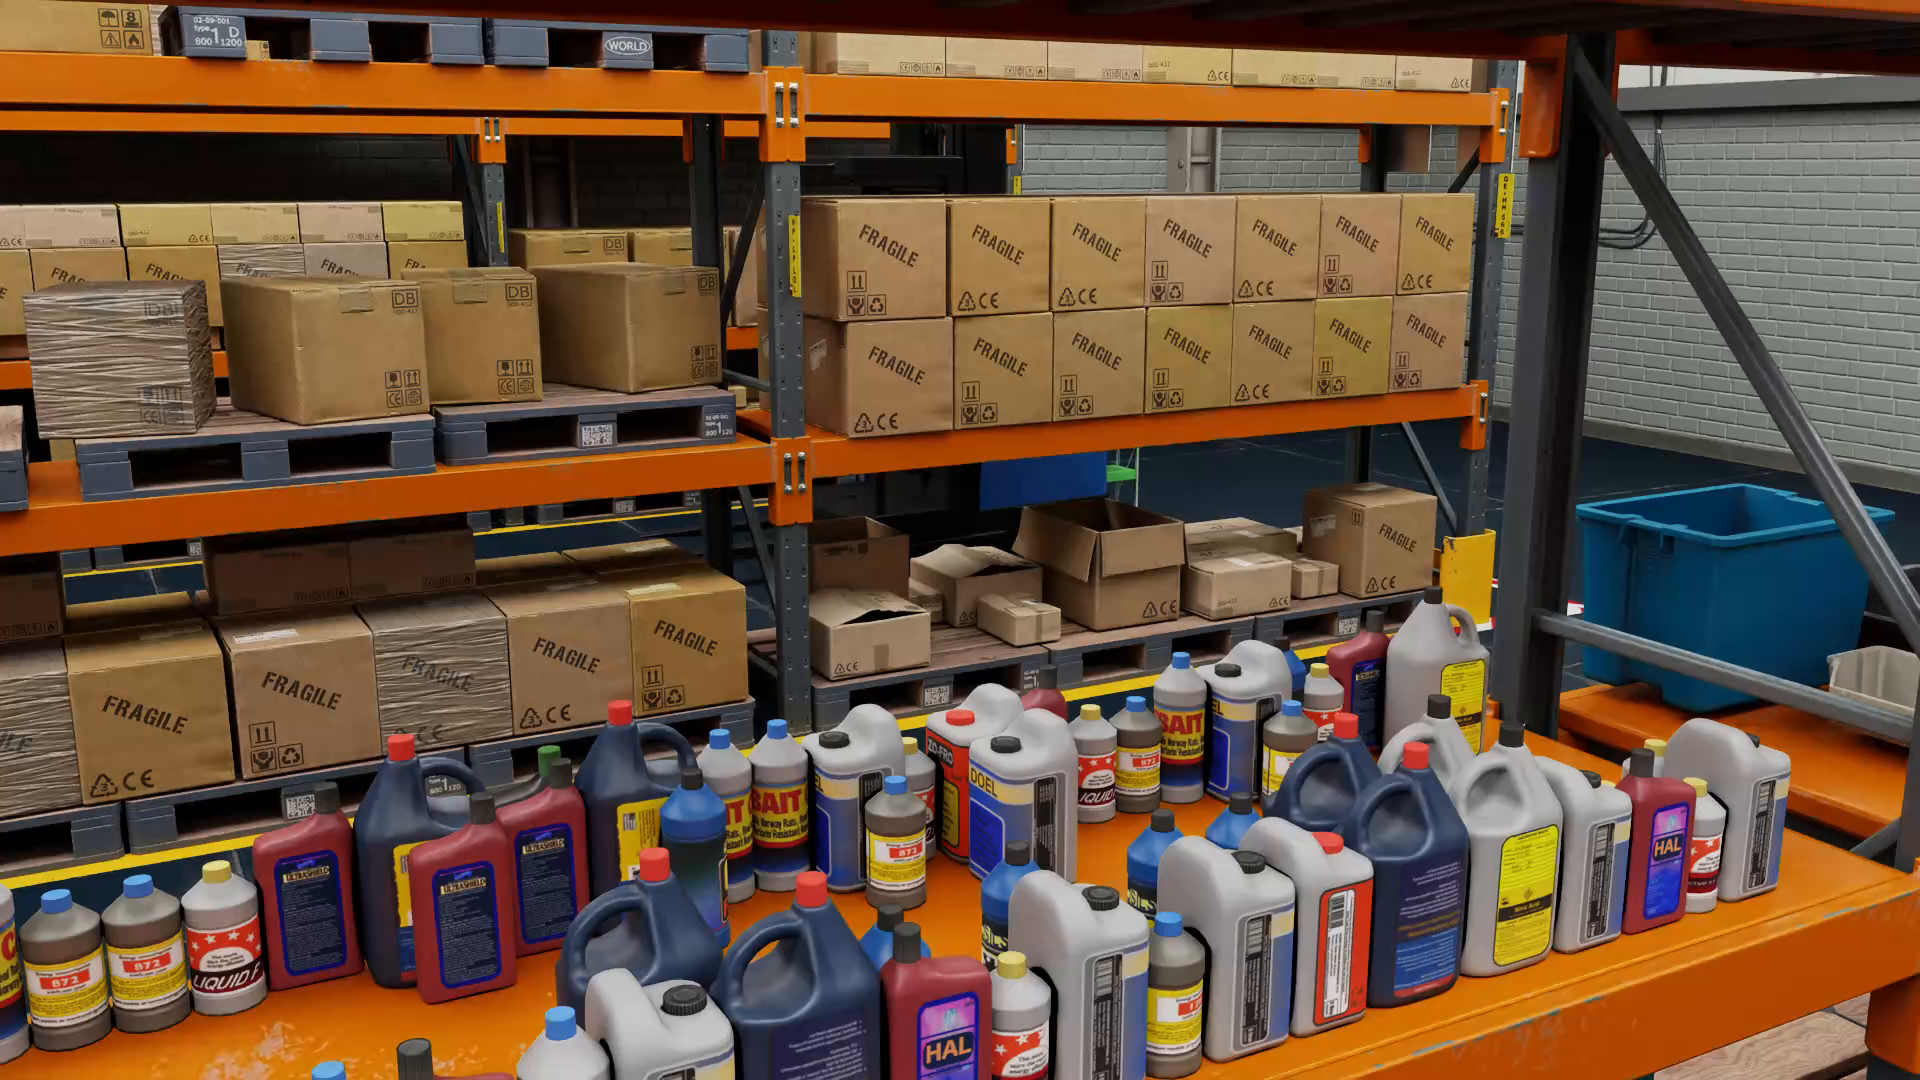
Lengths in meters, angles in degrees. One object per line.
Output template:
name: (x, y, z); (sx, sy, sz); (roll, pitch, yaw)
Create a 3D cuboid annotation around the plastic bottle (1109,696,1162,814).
plastic bottle: (0.317, 0.385, 3.020); (0.097, 0.201, 0.097); (0, 13, 0)

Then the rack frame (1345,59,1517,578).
rack frame: (2.568, -1.119, 9.249); (0.127, 3.000, 1.000); (-7, 14, -28)

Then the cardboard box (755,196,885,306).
cardboard box: (-0.623, -1.338, 7.716); (0.500, 0.500, 0.500); (-7, 14, -28)

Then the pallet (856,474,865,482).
pallet: (-0.473, -0.613, 13.354); (1.213, 0.211, 1.003); (-7, 14, -28)

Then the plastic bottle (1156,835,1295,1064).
plastic bottle: (0.355, 0.527, 2.218); (0.135, 0.276, 0.152); (-7, 14, -28)

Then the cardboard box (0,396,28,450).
cardboard box: (-6.122, -0.440, 10.170); (0.750, 0.750, 0.750); (-7, 14, -29)

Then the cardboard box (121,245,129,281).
cardboard box: (-5.198, -1.695, 10.859); (0.500, 0.500, 0.500); (-6, 14, -26)

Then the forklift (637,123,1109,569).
forklift: (-0.529, -1.357, 10.463); (3.031, 2.935, 1.130); (-8, 15, -31)

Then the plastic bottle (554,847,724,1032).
plastic bottle: (-0.380, 0.542, 1.983); (0.185, 0.351, 0.144); (-7, 14, -28)

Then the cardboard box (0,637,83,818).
cardboard box: (-3.460, 0.679, 5.953); (0.500, 0.500, 0.500); (-7, 15, -30)

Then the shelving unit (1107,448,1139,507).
shelving unit: (0.975, -0.722, 11.583); (0.503, 1.200, 0.258); (-8, 15, -31)

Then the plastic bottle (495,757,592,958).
plastic bottle: (-0.621, 0.468, 2.464); (0.133, 0.283, 0.061); (-7, 14, -28)

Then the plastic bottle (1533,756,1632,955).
plastic bottle: (0.916, 0.460, 2.517); (0.135, 0.276, 0.152); (-7, 14, -28)

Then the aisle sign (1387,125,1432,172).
aisle sign: (2.488, -2.451, 9.246); (0.004, 0.787, 0.394); (-7, 14, -28)

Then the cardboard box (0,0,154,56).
cardboard box: (-3.183, -1.950, 5.883); (0.500, 0.500, 0.910); (-7, 14, -28)

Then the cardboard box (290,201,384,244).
cardboard box: (-4.060, -2.071, 10.823); (0.500, 0.250, 0.500); (-6, 14, -27)

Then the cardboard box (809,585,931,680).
cardboard box: (-0.470, 0.397, 7.637); (0.500, 0.311, 0.500); (-7, 14, -28)

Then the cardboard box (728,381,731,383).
cardboard box: (-1.921, -1.146, 12.629); (0.250, 0.149, 0.380); (-7, 14, -27)

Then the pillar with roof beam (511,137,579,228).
pillar with roof beam: (-1.057, -3.990, 8.342); (0.400, 9.000, 9.100); (-7, 14, -28)

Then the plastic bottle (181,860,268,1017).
plastic bottle: (-1.022, 0.545, 2.306); (0.097, 0.201, 0.097); (0, 13, 0)

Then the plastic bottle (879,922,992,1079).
plastic bottle: (-0.030, 0.581, 1.962); (0.133, 0.283, 0.061); (-7, 14, -28)

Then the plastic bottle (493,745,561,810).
plastic bottle: (-0.650, 0.456, 2.516); (0.133, 0.283, 0.061); (-7, 14, -28)

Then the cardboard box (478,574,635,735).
cardboard box: (-1.676, 0.464, 6.905); (0.500, 0.500, 0.500); (-7, 14, -28)

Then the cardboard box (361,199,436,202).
cardboard box: (-3.848, -2.224, 11.499); (0.500, 0.250, 0.500); (-6, 14, -26)

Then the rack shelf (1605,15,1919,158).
rack shelf: (3.183, -1.066, 3.820); (4.000, 0.370, 1.077); (-7, 14, -28)

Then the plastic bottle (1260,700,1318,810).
plastic bottle: (0.594, 0.390, 2.998); (0.097, 0.201, 0.097); (0, 13, 0)

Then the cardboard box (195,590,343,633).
cardboard box: (-2.833, 0.473, 6.865); (0.500, 0.500, 0.500); (-7, 15, -30)

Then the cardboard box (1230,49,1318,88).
cardboard box: (1.367, -2.299, 8.000); (0.500, 0.250, 0.500); (-7, 14, -28)

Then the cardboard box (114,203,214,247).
cardboard box: (-4.955, -1.964, 10.345); (0.500, 0.250, 0.500); (-7, 15, -29)

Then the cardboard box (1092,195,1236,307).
cardboard box: (0.963, -1.393, 7.961); (0.500, 0.500, 0.500); (-6, 14, -26)

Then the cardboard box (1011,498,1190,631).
cardboard box: (0.704, 0.107, 8.487); (0.637, 0.503, 0.797); (-7, 14, -28)

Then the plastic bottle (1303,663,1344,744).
plastic bottle: (0.692, 0.340, 3.219); (0.097, 0.201, 0.097); (0, 13, 0)

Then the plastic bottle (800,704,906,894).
plastic bottle: (-0.177, 0.415, 2.718); (0.135, 0.276, 0.152); (-7, 14, -28)

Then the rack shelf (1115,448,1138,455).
rack shelf: (0.975, -0.659, 11.597); (0.480, 0.148, 0.258); (-8, 15, -31)

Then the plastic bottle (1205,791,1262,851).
plastic bottle: (0.397, 0.493, 2.380); (0.097, 0.271, 0.097); (0, 13, 0)

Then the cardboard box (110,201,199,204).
cardboard box: (-5.202, -2.059, 10.770); (0.500, 0.250, 0.500); (-7, 15, -29)

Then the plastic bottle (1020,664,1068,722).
plastic bottle: (0.122, 0.364, 2.927); (0.133, 0.283, 0.061); (-7, 14, -28)

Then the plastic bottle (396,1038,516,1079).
plastic bottle: (-0.512, 0.639, 1.705); (0.133, 0.283, 0.061); (-7, 14, -28)

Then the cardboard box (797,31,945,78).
cardboard box: (-0.397, -2.092, 7.081); (0.500, 0.250, 0.500); (-7, 14, -28)

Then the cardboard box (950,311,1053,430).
cardboard box: (0.083, -0.802, 7.615); (0.500, 0.500, 0.500); (-7, 14, -27)

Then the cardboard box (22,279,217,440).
cardboard box: (-3.060, -0.678, 6.107); (0.500, 0.500, 0.700); (-4, 13, -17)

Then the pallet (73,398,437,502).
pallet: (-2.749, -0.389, 6.443); (1.213, 0.211, 1.003); (-7, 14, -28)

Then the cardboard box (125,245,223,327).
cardboard box: (-4.928, -1.598, 10.429); (0.500, 0.500, 0.500); (-6, 14, -26)

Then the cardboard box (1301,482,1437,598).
cardboard box: (2.209, -0.009, 9.010); (0.500, 0.500, 0.500); (-7, 14, -28)

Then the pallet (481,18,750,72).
pallet: (-1.548, -2.015, 6.825); (1.003, 0.211, 1.213); (-7, 14, -28)

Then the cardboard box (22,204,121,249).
cardboard box: (-5.400, -1.909, 10.101); (0.500, 0.250, 0.500); (-7, 14, -27)

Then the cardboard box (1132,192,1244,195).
cardboard box: (1.156, -1.551, 8.666); (0.500, 0.500, 0.500); (-7, 14, -27)

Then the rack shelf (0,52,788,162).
rack shelf: (-2.698, -1.600, 6.193); (4.000, 0.370, 1.077); (-7, 14, -28)

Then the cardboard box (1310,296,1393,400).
cardboard box: (1.852, -1.013, 8.550); (0.500, 0.500, 0.500); (-7, 14, -27)

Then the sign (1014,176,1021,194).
sign: (0.439, -2.647, 12.864); (0.005, 0.325, 0.100); (-7, 14, -28)

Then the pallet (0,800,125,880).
pallet: (-3.780, 1.012, 6.132); (1.213, 0.211, 1.003); (-7, 14, -28)

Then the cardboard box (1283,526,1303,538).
cardboard box: (2.036, 0.035, 9.612); (0.250, 0.149, 0.380); (-7, 14, -28)

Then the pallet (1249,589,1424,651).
pallet: (1.802, 0.334, 9.146); (1.213, 0.211, 1.003); (-7, 14, -28)

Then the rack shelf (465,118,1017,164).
rack shelf: (-1.564, -2.975, 12.303); (4.000, 0.370, 1.077); (-7, 14, -28)
